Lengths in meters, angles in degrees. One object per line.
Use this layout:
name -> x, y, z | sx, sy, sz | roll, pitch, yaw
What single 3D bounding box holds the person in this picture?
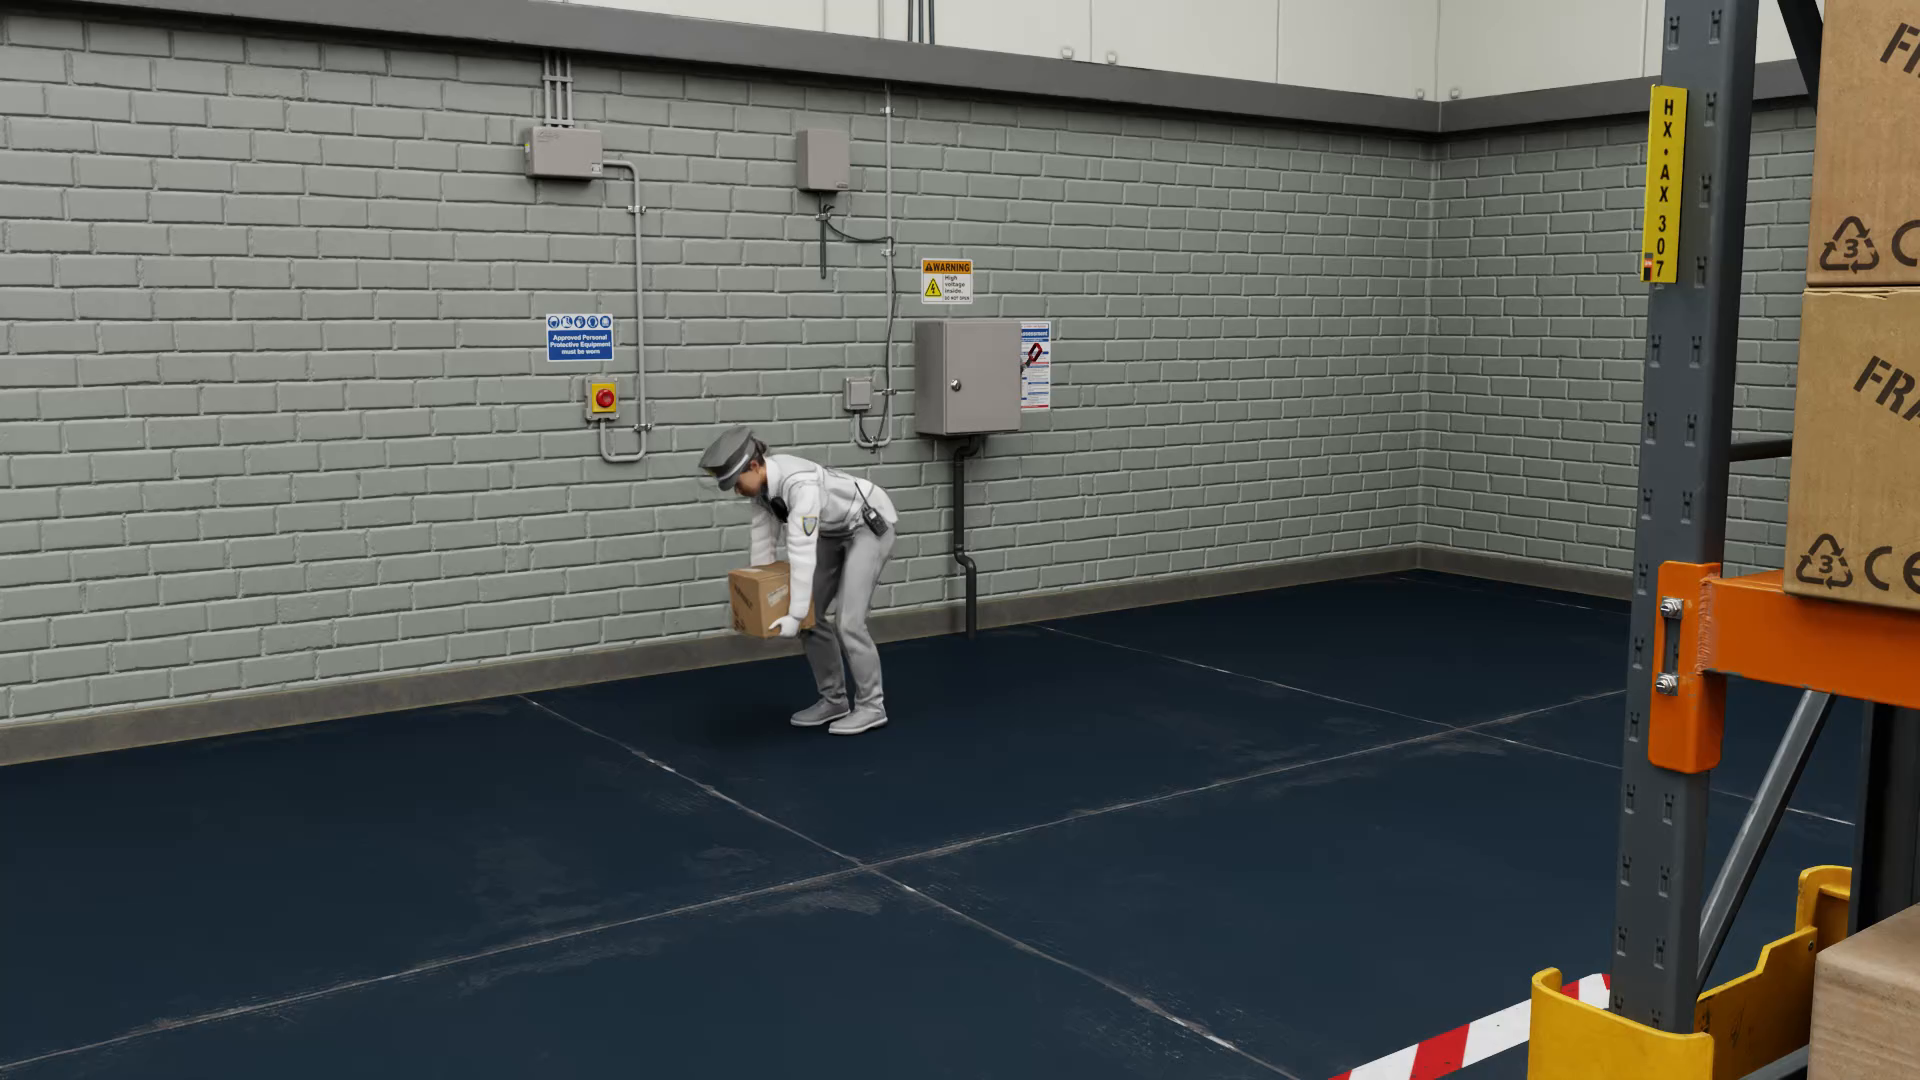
person -> -0.668, 0.169, 6.916 | 0.887, 1.306, 0.402 | -6, 10, -37
